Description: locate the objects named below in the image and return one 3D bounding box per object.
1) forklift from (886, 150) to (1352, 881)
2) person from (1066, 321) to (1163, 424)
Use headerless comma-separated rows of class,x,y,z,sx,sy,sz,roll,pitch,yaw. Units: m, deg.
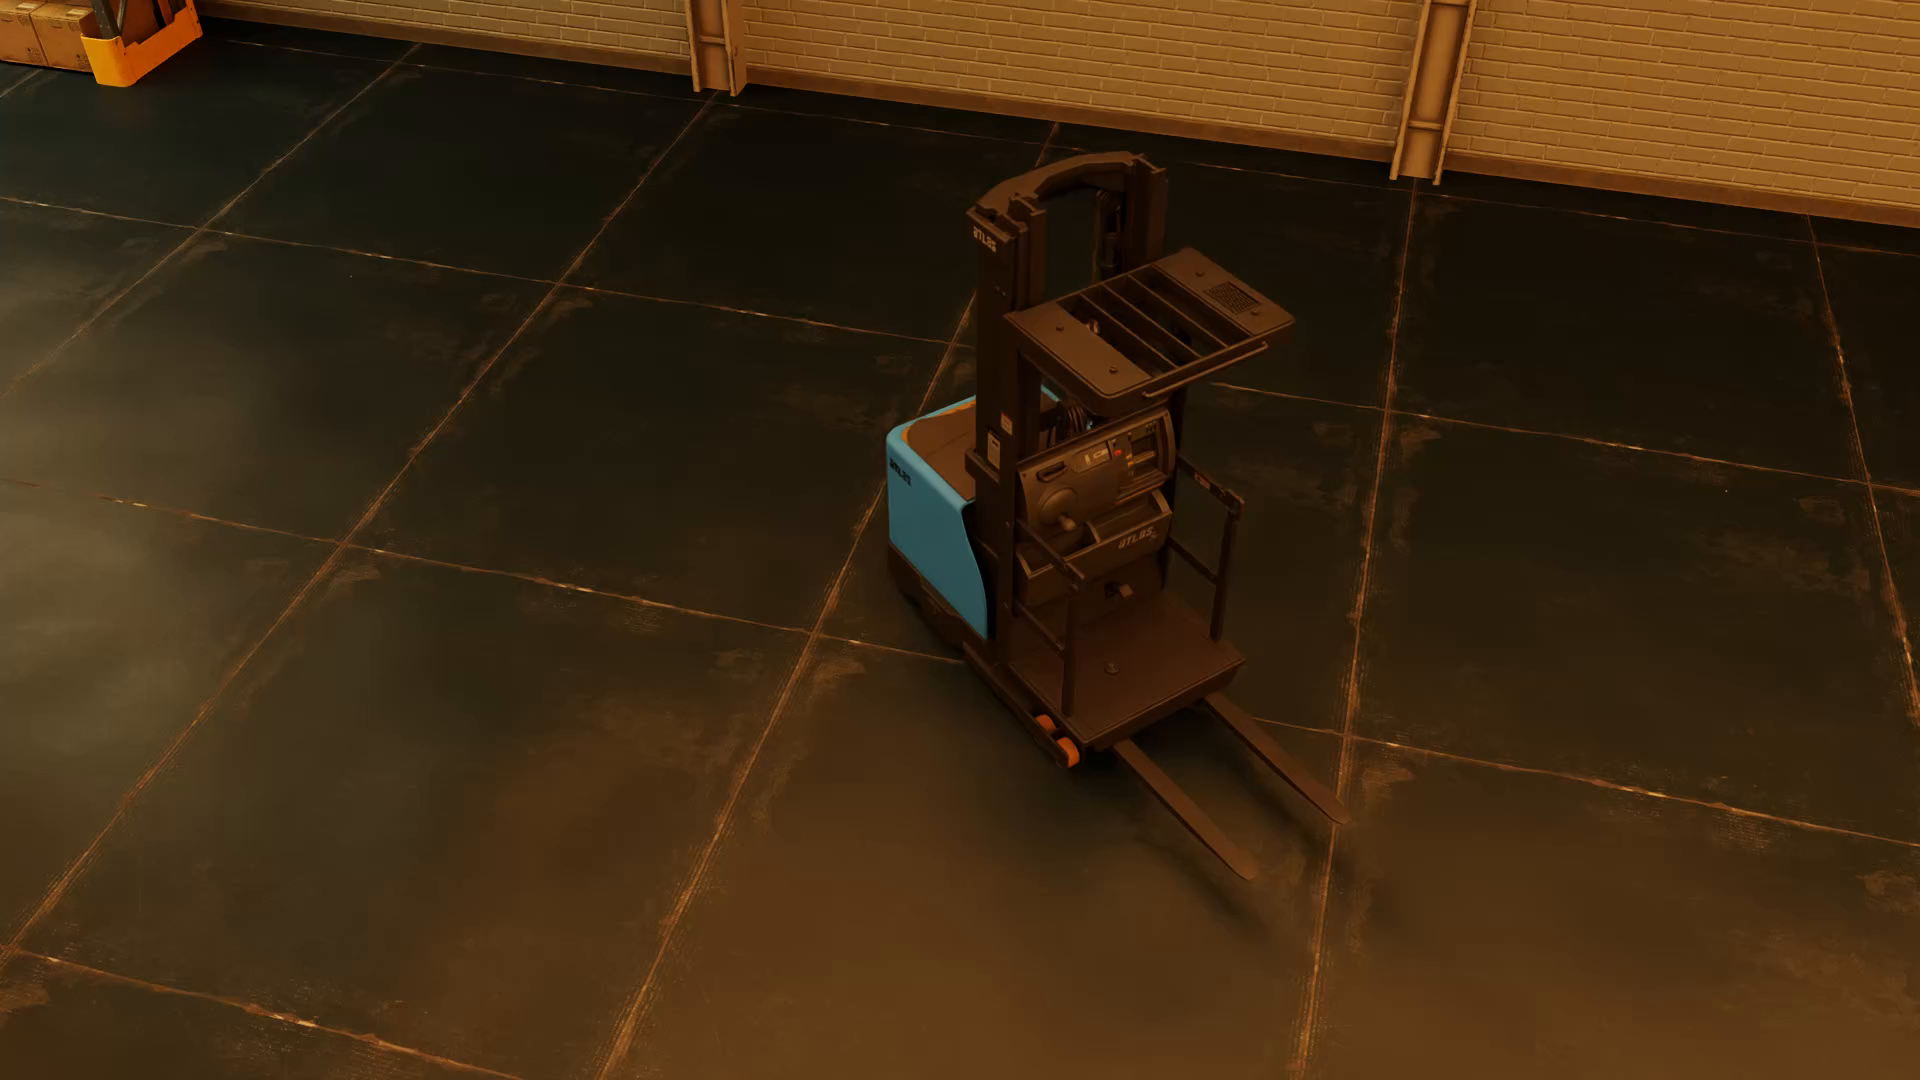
forklift,0.812,-0.266,8.166,1.130,2.935,3.031,-24,47,-25
person,0.956,-0.781,9.883,0.815,1.469,1.245,30,49,29
